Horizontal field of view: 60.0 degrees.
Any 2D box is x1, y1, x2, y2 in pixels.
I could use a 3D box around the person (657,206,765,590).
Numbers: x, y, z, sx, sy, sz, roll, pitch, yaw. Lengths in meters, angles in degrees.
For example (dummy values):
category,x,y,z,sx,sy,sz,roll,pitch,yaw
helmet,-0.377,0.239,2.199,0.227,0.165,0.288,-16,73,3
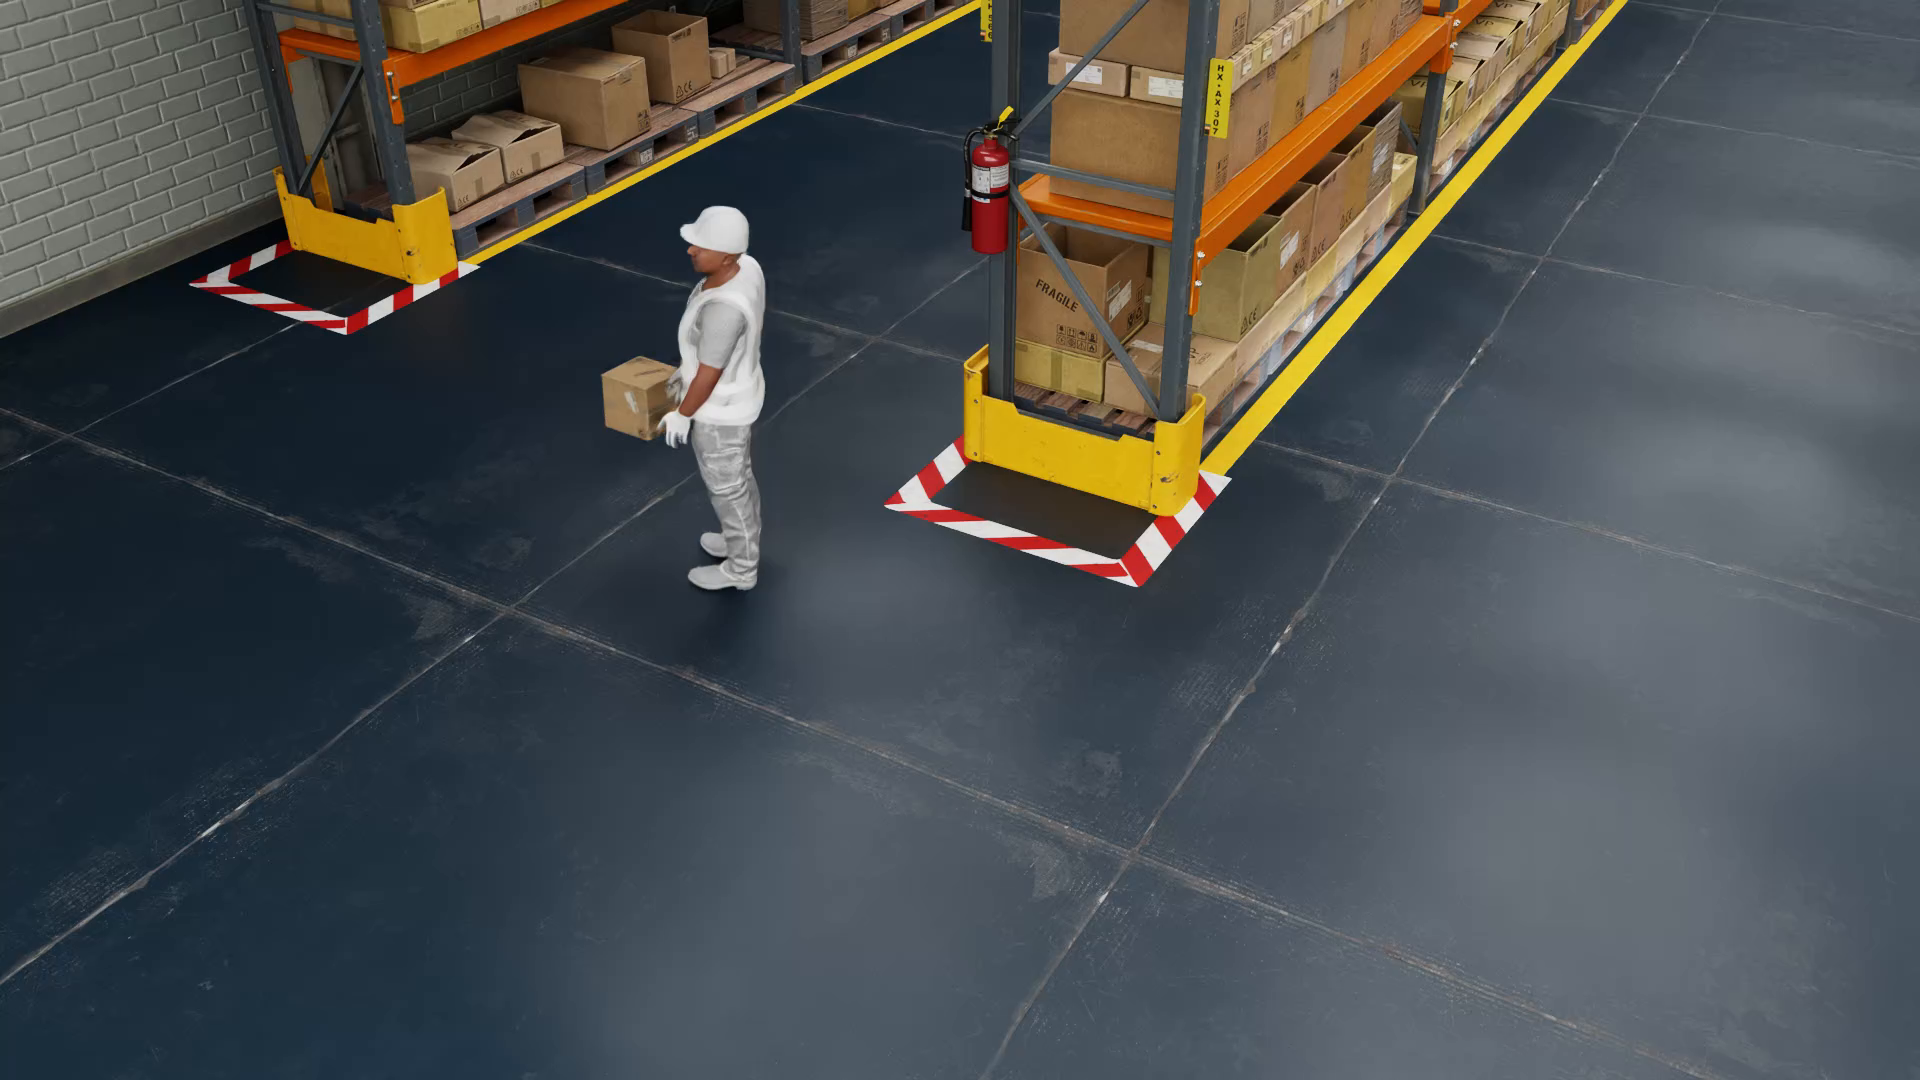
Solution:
category,x,y,z,sx,sy,sz,roll,pitch,yaw
person,-1.028,-0.574,6.960,0.468,1.791,0.586,2,34,3
